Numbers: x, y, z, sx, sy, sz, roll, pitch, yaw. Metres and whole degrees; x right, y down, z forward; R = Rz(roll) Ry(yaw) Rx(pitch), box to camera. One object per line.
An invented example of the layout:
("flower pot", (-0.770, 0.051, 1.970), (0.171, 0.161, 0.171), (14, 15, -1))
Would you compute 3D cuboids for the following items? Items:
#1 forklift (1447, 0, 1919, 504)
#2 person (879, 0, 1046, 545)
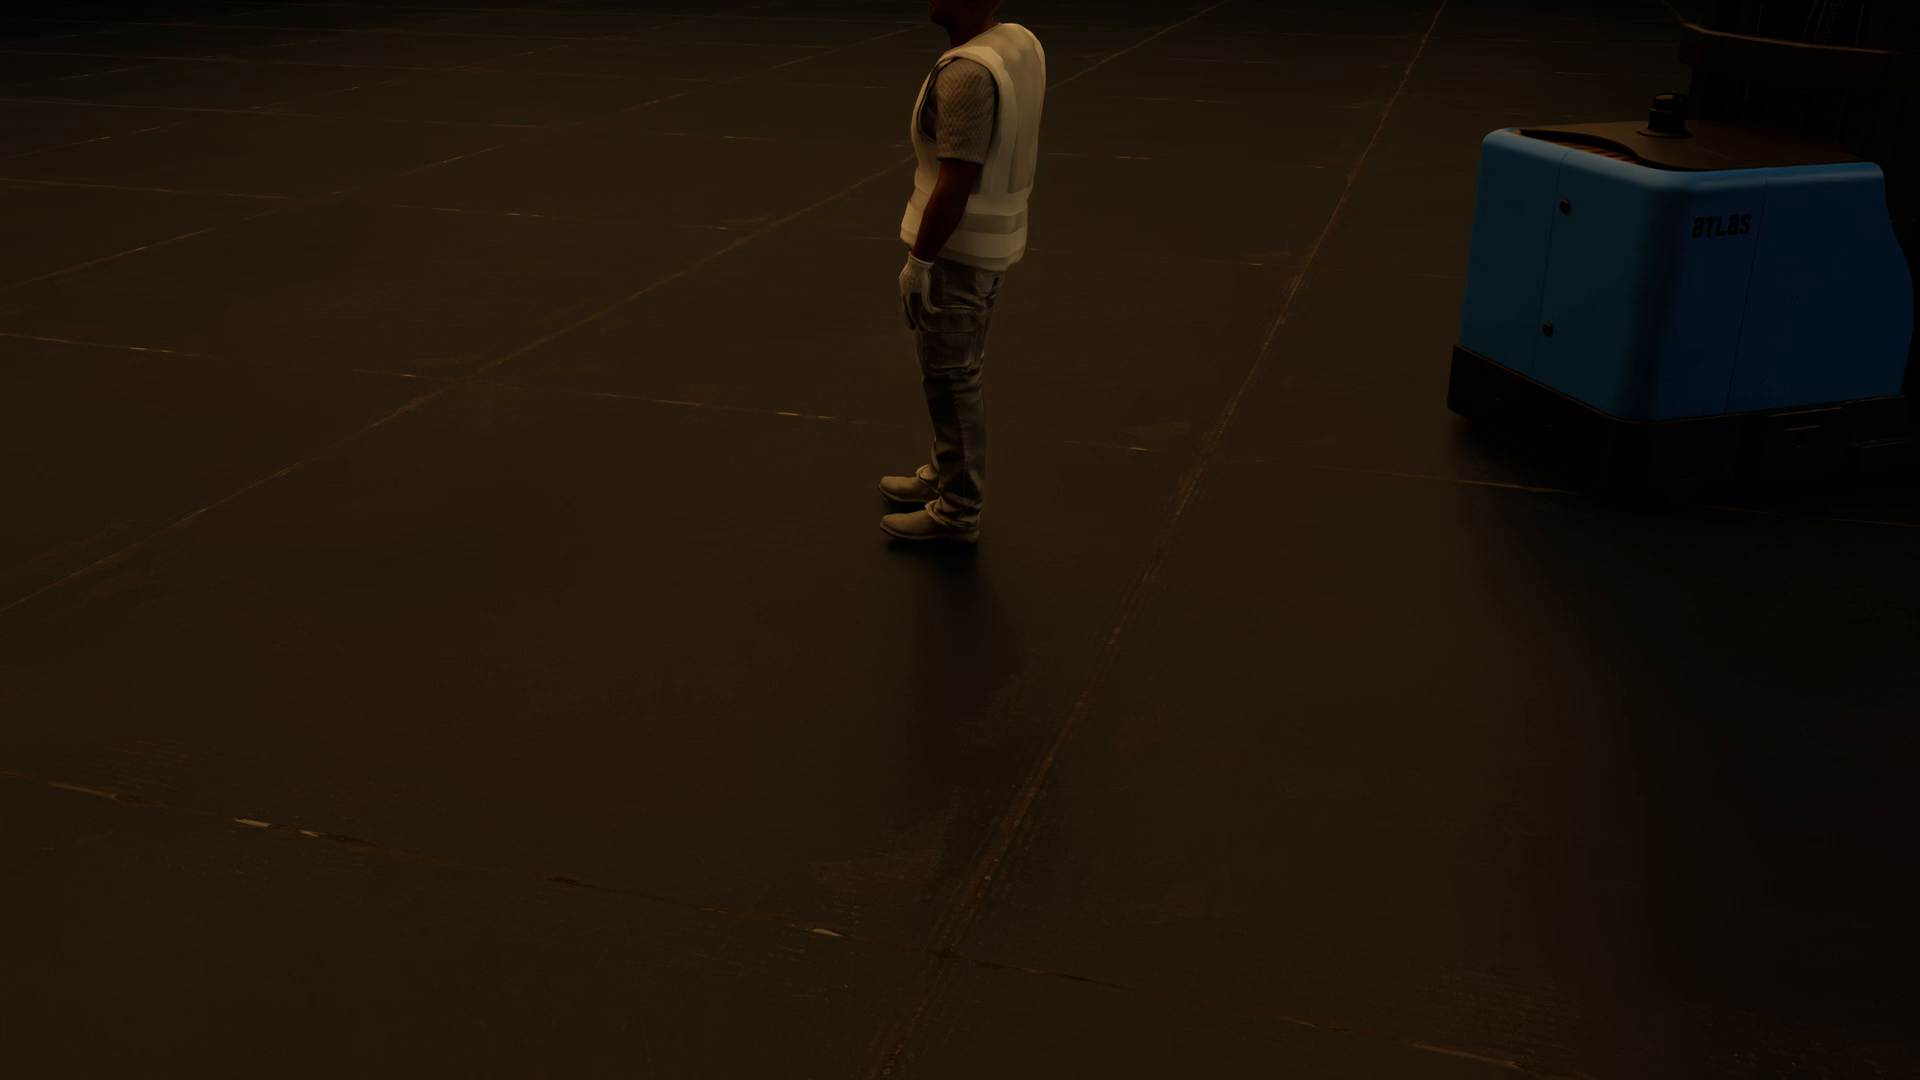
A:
("forklift", (3.367, -1.782, 5.595), (3.031, 2.935, 1.130), (-7, 23, -16))
("person", (-0.067, -0.842, 4.805), (0.575, 1.785, 0.657), (7, 23, 16))
